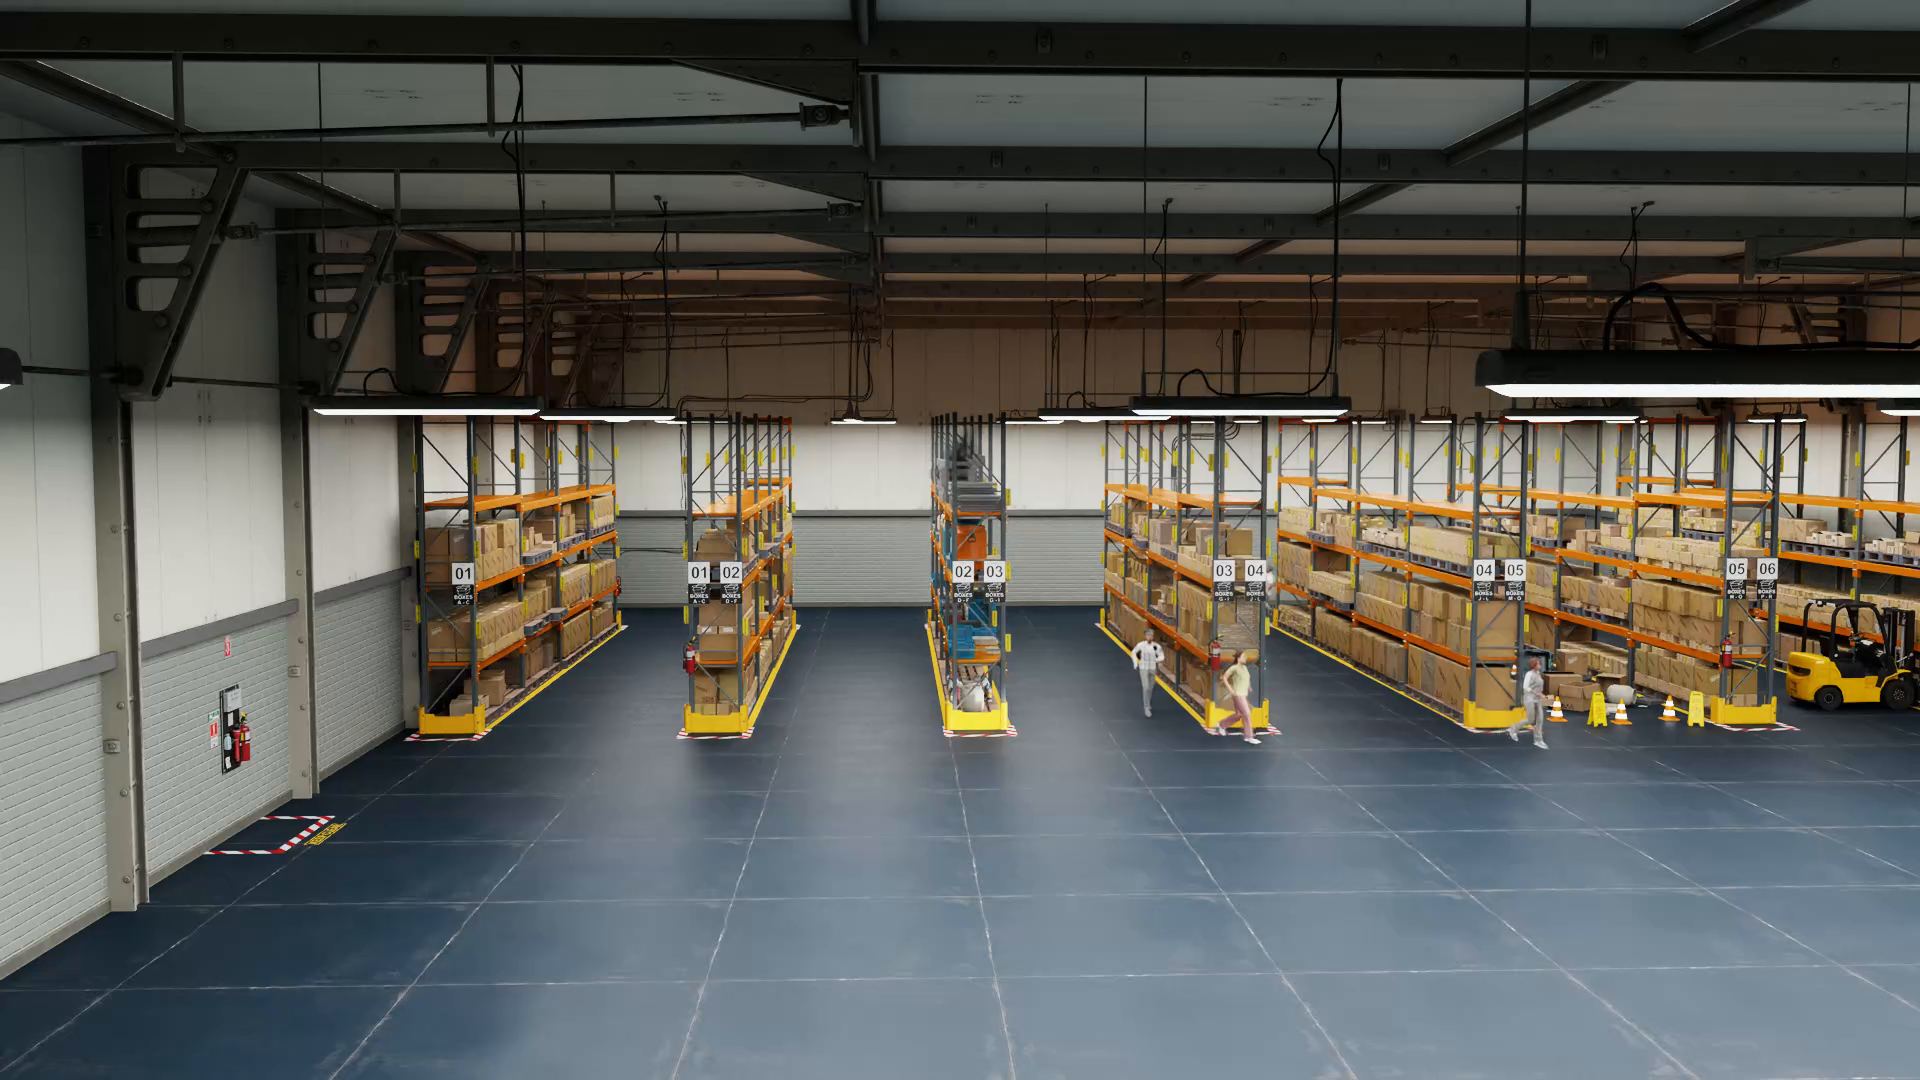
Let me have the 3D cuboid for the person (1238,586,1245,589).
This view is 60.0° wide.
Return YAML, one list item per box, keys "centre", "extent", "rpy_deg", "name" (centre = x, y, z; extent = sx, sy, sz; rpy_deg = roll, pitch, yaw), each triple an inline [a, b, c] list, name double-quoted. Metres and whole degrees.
- centre: [7.816, 1.680, 46.753]
  extent: [0.792, 1.747, 0.708]
  rpy_deg: [0, 4, 7]
  name: "person"

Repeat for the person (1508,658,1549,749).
- centre: [10.233, 2.904, 29.832]
  extent: [0.566, 1.606, 0.743]
  rpy_deg: [-4, 5, -44]
  name: "person"

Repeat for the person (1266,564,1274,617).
- centre: [8.971, 1.532, 49.071]
  extent: [0.599, 1.687, 0.719]
  rpy_deg: [1, 4, 14]
  name: "person"

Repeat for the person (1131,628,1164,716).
- centre: [3.764, 2.601, 33.148]
  extent: [0.614, 1.707, 0.835]
  rpy_deg: [0, 4, -7]
  name: "person"

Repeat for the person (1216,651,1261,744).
- centre: [5.079, 2.837, 30.247]
  extent: [0.929, 1.657, 0.585]
  rpy_deg: [3, 5, 40]
  name: "person"
